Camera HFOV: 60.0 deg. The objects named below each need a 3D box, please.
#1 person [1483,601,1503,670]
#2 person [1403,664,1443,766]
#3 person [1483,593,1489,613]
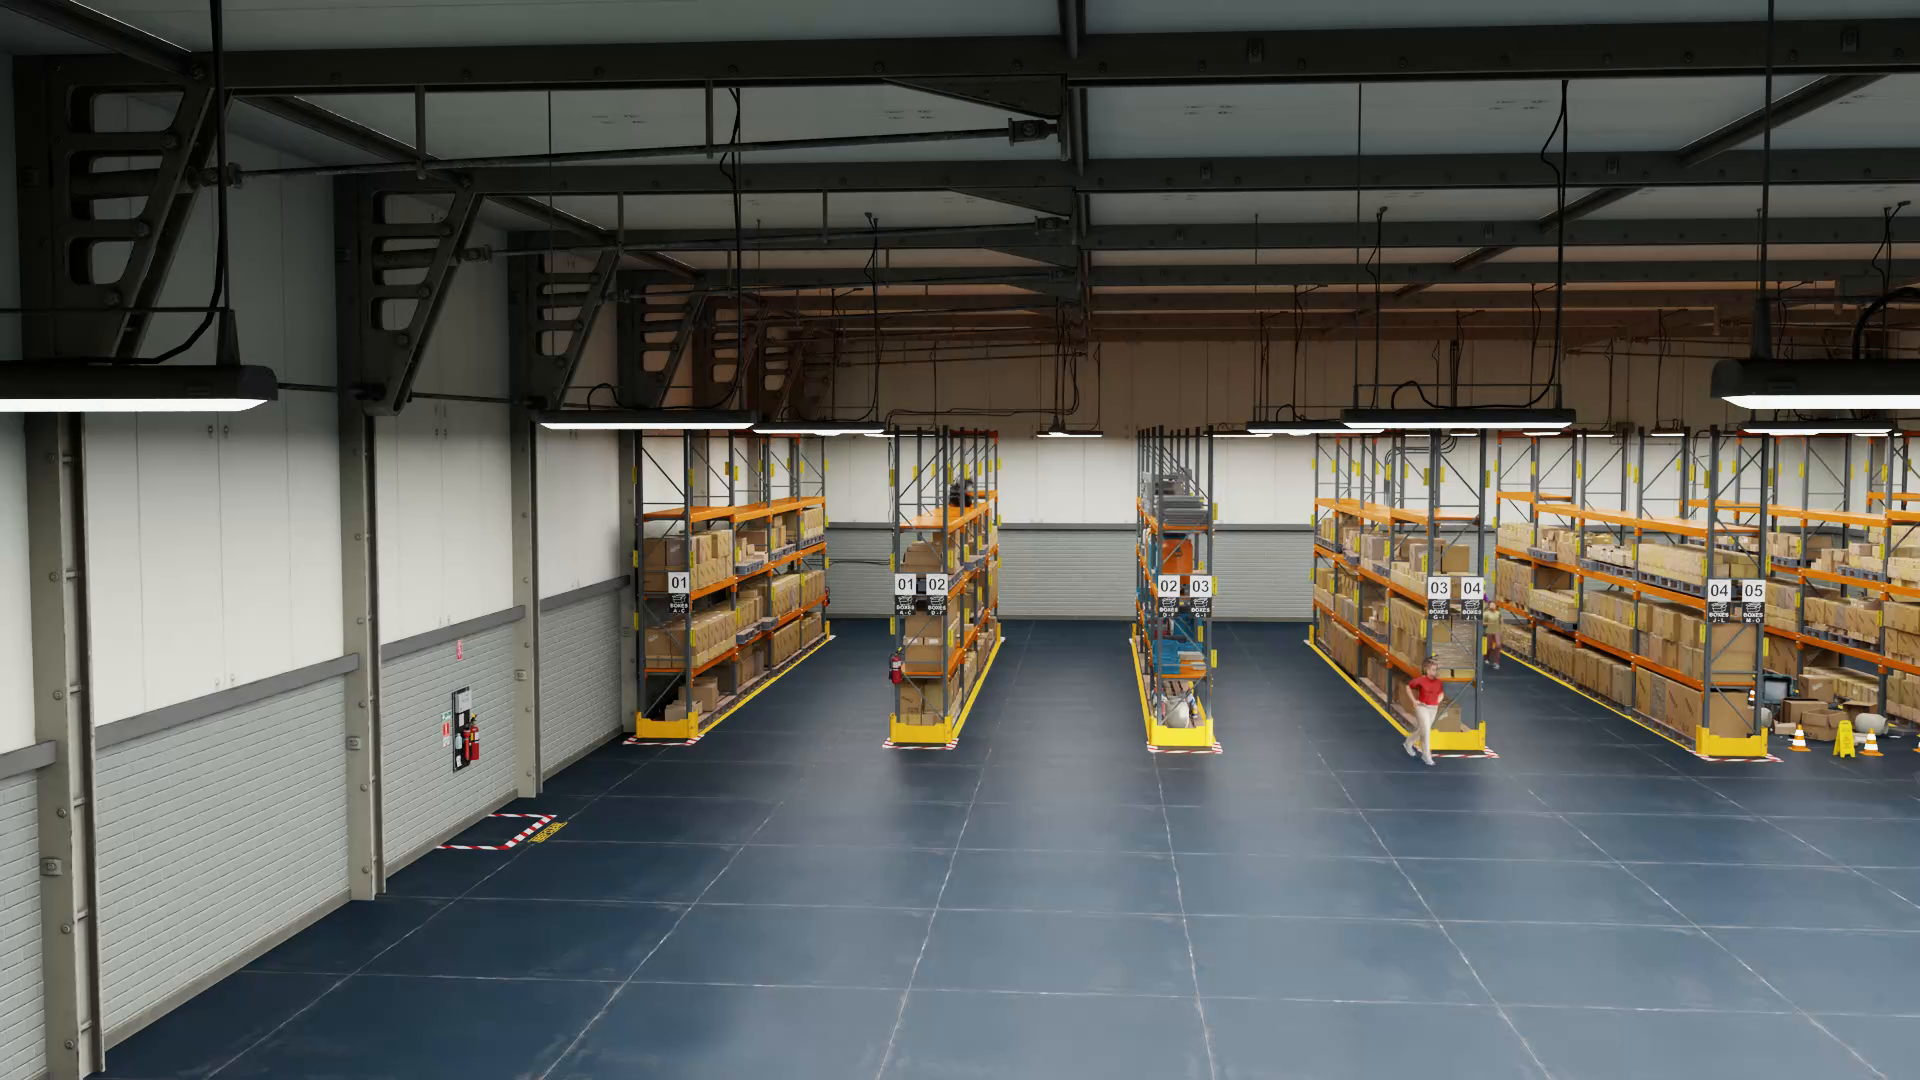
[{"bbox_3d":[13.423,2.379,41.888,0.577,1.689,0.886,0,3,6],"label":"person"},{"bbox_3d":[8.357,3.088,29.737,0.700,1.749,0.918,-2,4,-26],"label":"person"},{"bbox_3d":[14.583,2.036,47.068,0.860,1.718,0.763,-1,4,-23],"label":"person"}]
